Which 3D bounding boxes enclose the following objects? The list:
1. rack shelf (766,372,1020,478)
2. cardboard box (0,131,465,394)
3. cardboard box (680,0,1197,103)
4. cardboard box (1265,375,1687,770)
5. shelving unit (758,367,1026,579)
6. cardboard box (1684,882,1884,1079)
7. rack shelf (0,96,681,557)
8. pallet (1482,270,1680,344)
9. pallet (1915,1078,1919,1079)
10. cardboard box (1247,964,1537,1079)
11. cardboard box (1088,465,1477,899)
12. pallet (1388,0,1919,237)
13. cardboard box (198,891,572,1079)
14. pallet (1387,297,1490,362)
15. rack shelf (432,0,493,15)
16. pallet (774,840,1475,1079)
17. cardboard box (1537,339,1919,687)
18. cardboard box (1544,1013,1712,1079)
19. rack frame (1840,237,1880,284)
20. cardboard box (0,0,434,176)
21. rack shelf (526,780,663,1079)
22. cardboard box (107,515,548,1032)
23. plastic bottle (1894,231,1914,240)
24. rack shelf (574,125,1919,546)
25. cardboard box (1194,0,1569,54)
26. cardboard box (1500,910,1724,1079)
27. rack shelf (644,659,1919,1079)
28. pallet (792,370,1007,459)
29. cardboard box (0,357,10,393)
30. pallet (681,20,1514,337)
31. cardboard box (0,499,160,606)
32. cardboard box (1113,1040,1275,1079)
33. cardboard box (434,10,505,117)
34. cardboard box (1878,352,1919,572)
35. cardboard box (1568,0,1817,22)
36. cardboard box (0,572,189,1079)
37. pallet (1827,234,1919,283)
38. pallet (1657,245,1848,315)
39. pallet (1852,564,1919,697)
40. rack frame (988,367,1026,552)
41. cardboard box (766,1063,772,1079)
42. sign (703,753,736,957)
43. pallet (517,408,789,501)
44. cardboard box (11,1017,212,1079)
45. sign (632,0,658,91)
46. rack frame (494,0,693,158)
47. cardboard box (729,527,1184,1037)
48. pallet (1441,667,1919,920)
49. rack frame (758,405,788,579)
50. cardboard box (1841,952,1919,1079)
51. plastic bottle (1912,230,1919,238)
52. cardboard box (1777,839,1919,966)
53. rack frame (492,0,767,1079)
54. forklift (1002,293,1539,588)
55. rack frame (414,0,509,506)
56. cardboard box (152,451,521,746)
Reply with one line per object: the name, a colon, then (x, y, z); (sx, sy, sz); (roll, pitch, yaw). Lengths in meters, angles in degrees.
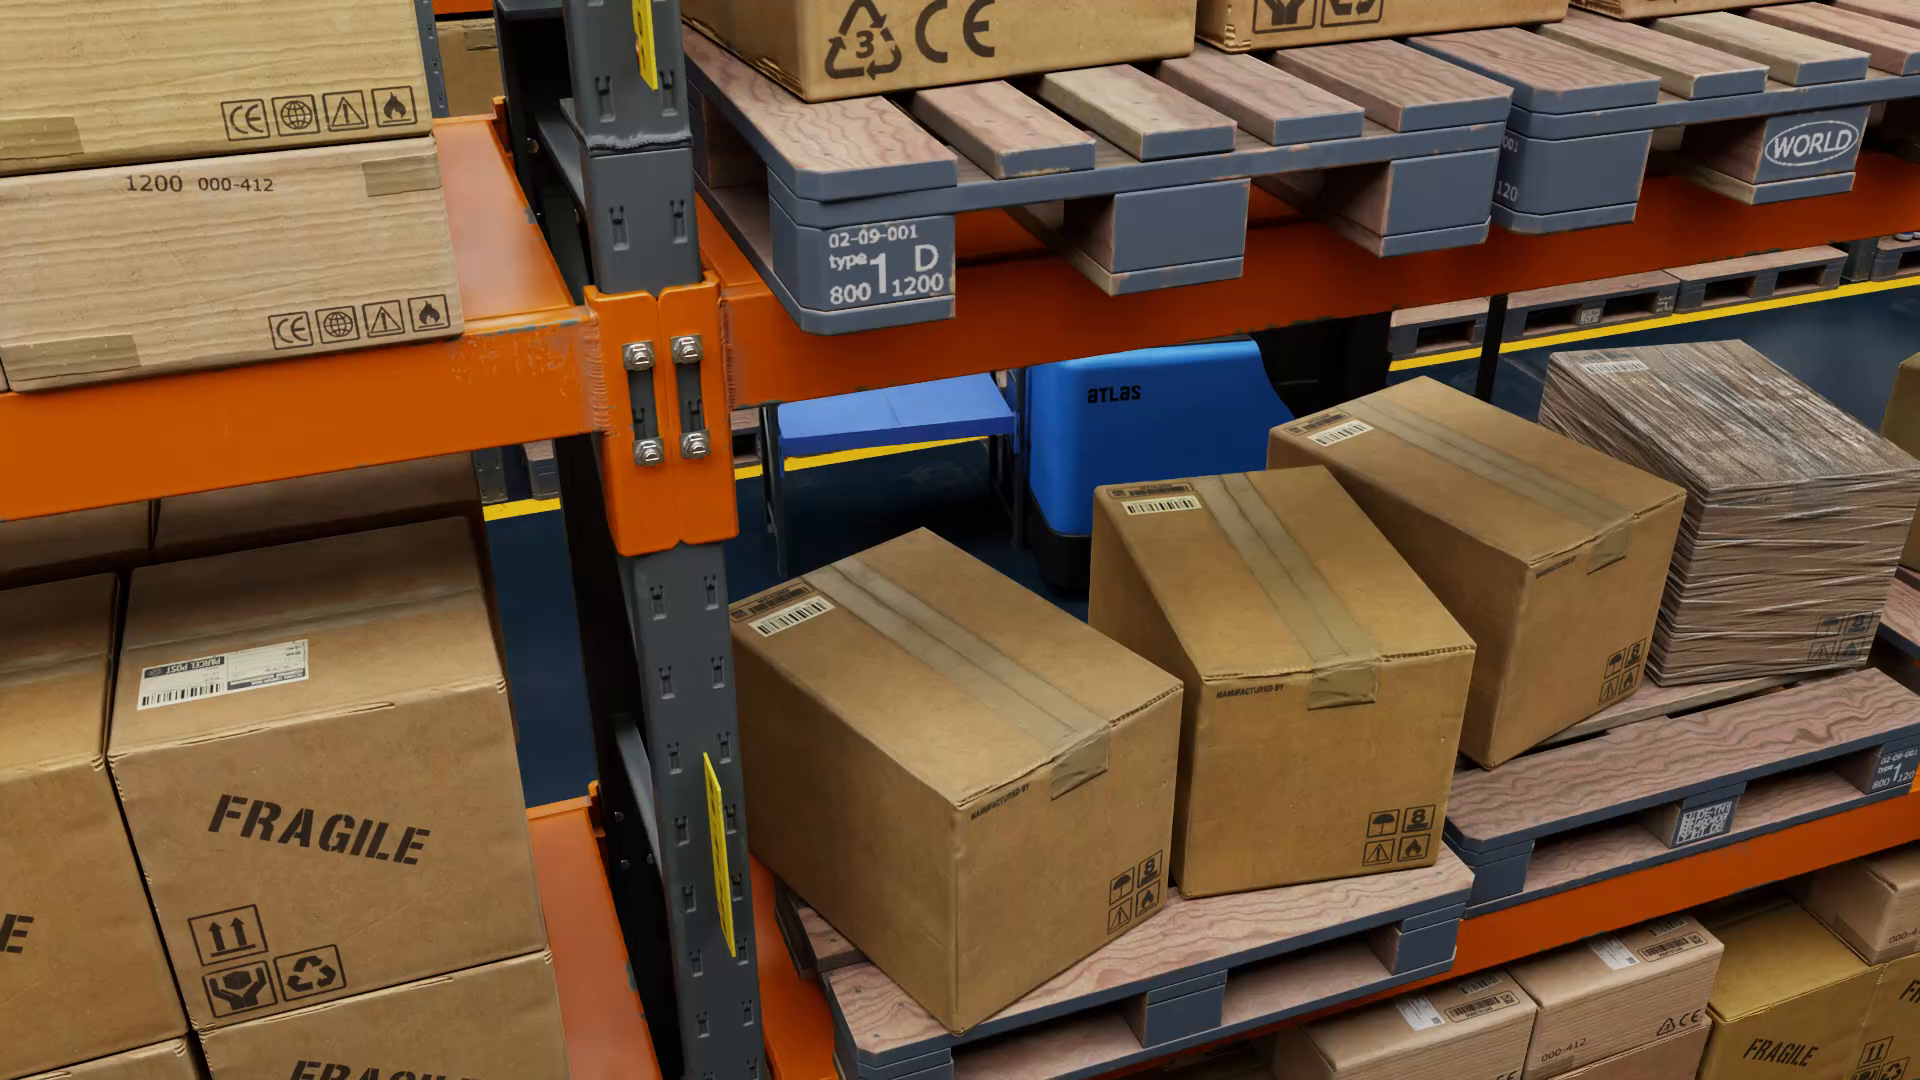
rack shelf: (-0.297, -0.510, 6.993); (1.000, 0.185, 0.538); (-6, 30, -11)
cardboard box: (-0.923, -0.428, 2.093); (0.500, 0.250, 0.500); (-10, 31, -18)
cardboard box: (-0.062, -1.023, 2.359); (0.600, 0.600, 0.600); (-14, 32, -22)
cardboard box: (1.075, 0.043, 3.619); (0.500, 0.500, 0.700); (-19, 35, -30)
shelving unit: (-0.297, -0.666, 6.904); (1.048, 1.500, 0.538); (-6, 30, -11)
cardboard box: (1.910, 1.166, 4.253); (0.500, 0.500, 0.500); (-12, 32, -19)
rack shelf: (-2.434, -0.043, 1.992); (4.000, 0.370, 1.077); (-10, 31, -18)
pallet: (3.347, -1.500, 9.669); (1.213, 0.211, 1.003); (-10, 31, -18)
pallet: (2.476, 1.235, 4.869); (1.213, 0.211, 1.003); (-10, 31, -18)
cardboard box: (0.916, 1.029, 3.738); (0.500, 0.250, 0.500); (-10, 31, -18)
cardboard box: (0.585, 0.250, 3.255); (0.500, 0.500, 0.700); (-6, 30, -10)
pallet: (1.047, -0.880, 2.924); (1.003, 0.211, 1.213); (-10, 31, -18)
cardboard box: (-0.939, 0.764, 2.777); (0.500, 0.500, 0.500); (-10, 31, -17)
pallet: (2.205, -1.291, 9.303); (1.213, 0.211, 1.003); (-10, 31, -18)
rack shelf: (-2.136, -4.027, 12.015); (4.000, 0.370, 1.077); (-10, 31, -18)
pallet: (0.227, 0.599, 3.363); (1.213, 0.211, 1.003); (-10, 31, -18)
cardboard box: (1.715, -0.084, 3.841); (0.500, 0.500, 0.700); (-5, 30, -8)
cardboard box: (1.420, 1.260, 4.089); (0.500, 0.500, 0.500); (-12, 32, -19)
rack frame: (5.215, -3.077, 9.621); (0.127, 3.000, 1.000); (-10, 31, -18)
cardboard box: (-0.921, -0.643, 1.965); (0.500, 0.250, 0.500); (-10, 31, -18)
rack shelf: (-2.434, 1.260, 2.735); (4.000, 0.370, 1.077); (-10, 31, -18)
cardboard box: (-0.943, 0.332, 2.526); (0.500, 0.500, 0.500); (-10, 31, -17)
plastic bottle: (5.666, -1.935, 9.927); (0.097, 0.271, 0.097); (0, 30, 0)
rack shelf: (1.315, -0.734, 3.204); (4.000, 0.370, 1.077); (-10, 31, -18)
cardboard box: (0.557, -1.149, 2.580); (0.600, 0.600, 0.600); (-11, 31, -18)
cardboard box: (1.386, 0.942, 3.890); (0.500, 0.250, 0.500); (-11, 31, -19)
rack shelf: (1.315, 0.570, 3.946); (4.000, 0.370, 1.077); (-10, 31, -18)
pallet: (-0.400, -0.811, 8.460); (1.213, 0.211, 1.003); (-10, 31, -18)
cardboard box: (-1.395, -0.347, 1.950); (0.500, 0.250, 0.500); (-10, 31, -18)
pallet: (0.076, -0.699, 2.607); (1.003, 0.211, 1.213); (-10, 31, -18)
cardboard box: (-1.583, 0.165, 2.820); (0.500, 0.500, 0.500); (-11, 32, -19)
cardboard box: (0.475, 1.430, 3.791); (0.500, 0.500, 0.500); (-10, 31, -17)
cardboard box: (-3.417, -3.373, 11.863); (0.875, 0.875, 1.225); (-10, 31, -17)
cardboard box: (2.638, -0.153, 3.963); (0.500, 0.500, 0.700); (-22, 37, -34)
cardboard box: (1.187, -1.255, 2.765); (0.600, 0.600, 0.600); (-12, 32, -20)
cardboard box: (-1.422, 0.422, 2.369); (0.500, 0.500, 0.500); (-11, 31, -19)
pallet: (5.859, -1.962, 10.481); (1.213, 0.211, 1.003); (-10, 31, -18)
pallet: (4.492, -1.712, 10.042); (1.213, 0.211, 1.003); (-10, 31, -18)
pallet: (2.579, 0.145, 4.159); (1.003, 0.211, 1.213); (-10, 31, -18)
rack frame: (0.199, -0.722, 7.003); (0.032, 1.500, 0.500); (-6, 30, -11)
cardboard box: (-0.197, 1.279, 4.055); (0.500, 0.500, 0.500); (-11, 31, -18)
sign: (-0.363, 0.477, 2.509); (0.005, 0.325, 0.100); (-10, 31, -18)
pallet: (-1.546, -0.599, 8.087); (1.213, 0.211, 1.003); (-10, 31, -18)
cardboard box: (-1.421, 0.854, 2.620); (0.500, 0.500, 0.500); (-10, 31, -16)
sign: (-0.363, -0.675, 1.852); (0.005, 0.325, 0.100); (-10, 31, -18)
rack frame: (-0.560, -2.004, 1.677); (0.127, 3.000, 1.000); (-10, 31, -18)
cardboard box: (-0.038, 0.399, 2.995); (0.500, 0.500, 0.700); (-22, 37, -34)
pallet: (1.368, 0.333, 3.829); (1.213, 0.211, 1.003); (-10, 31, -18)
rack frame: (-0.793, -0.610, 6.806); (0.032, 1.500, 0.500); (-6, 30, -11)
cardboard box: (2.395, 1.077, 4.410); (0.500, 0.500, 0.500); (-9, 31, -16)
plastic bottle: (5.761, -1.922, 9.975); (0.097, 0.201, 0.097); (0, 30, 0)
cardboard box: (2.343, 0.763, 4.204); (0.500, 0.250, 0.500); (-9, 31, -16)
rack frame: (-0.560, 0.602, 3.162); (0.127, 3.000, 1.000); (-10, 31, -18)
forklift: (1.759, -1.401, 6.748); (3.031, 2.935, 1.130); (-5, 30, -9)
rack frame: (-2.283, -1.696, 7.197); (0.127, 3.000, 1.000); (-10, 31, -18)
cardboard box: (-1.099, 0.075, 2.977); (0.500, 0.500, 0.500); (-10, 31, -16)
